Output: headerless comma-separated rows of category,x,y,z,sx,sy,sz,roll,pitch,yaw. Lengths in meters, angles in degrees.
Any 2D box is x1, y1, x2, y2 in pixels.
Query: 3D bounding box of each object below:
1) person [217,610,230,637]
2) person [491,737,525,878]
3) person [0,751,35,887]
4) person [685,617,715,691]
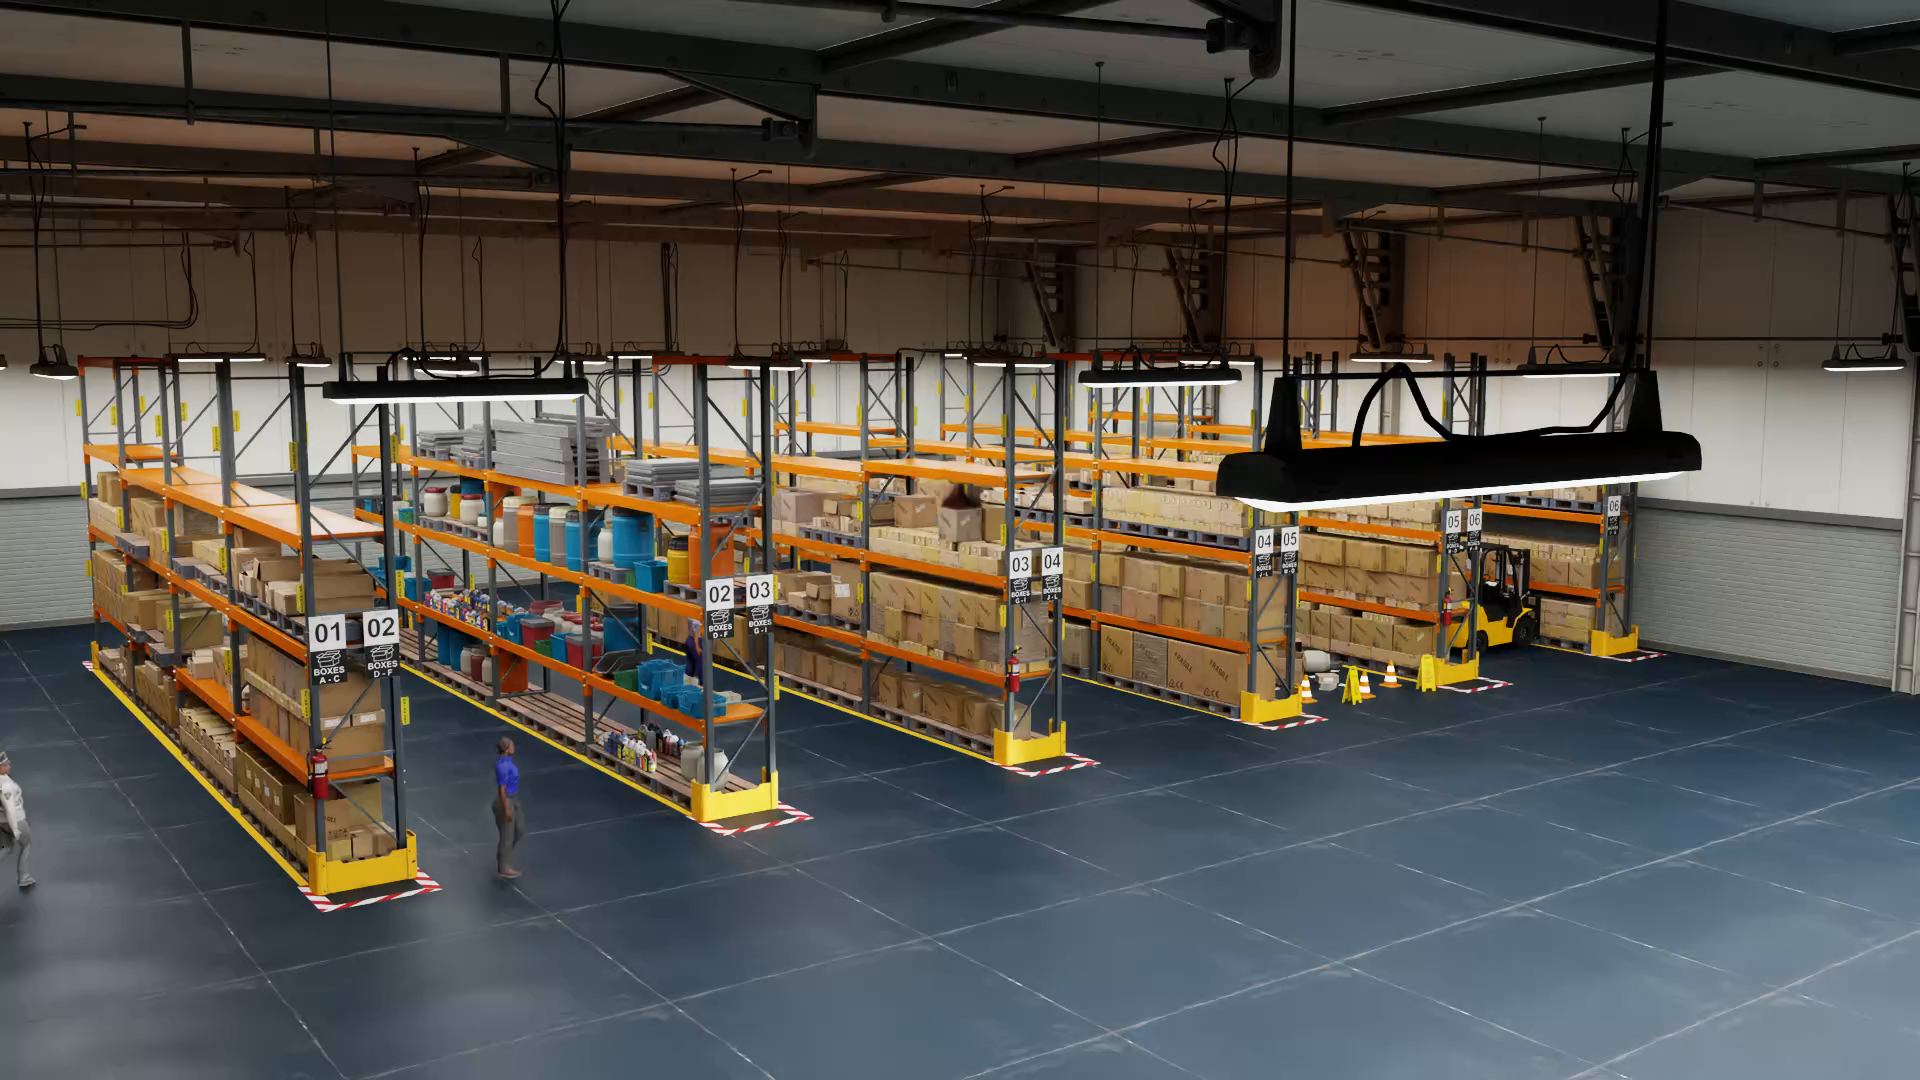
person,-14.203,1.625,31.915,0.679,1.764,0.986,-5,9,-36
person,-5.381,3.156,19.675,0.404,1.657,0.518,0,7,-1
person,-10.922,3.225,19.076,0.448,1.646,0.687,2,7,17
person,-4.677,1.909,29.821,0.501,1.666,0.503,-3,8,-23
